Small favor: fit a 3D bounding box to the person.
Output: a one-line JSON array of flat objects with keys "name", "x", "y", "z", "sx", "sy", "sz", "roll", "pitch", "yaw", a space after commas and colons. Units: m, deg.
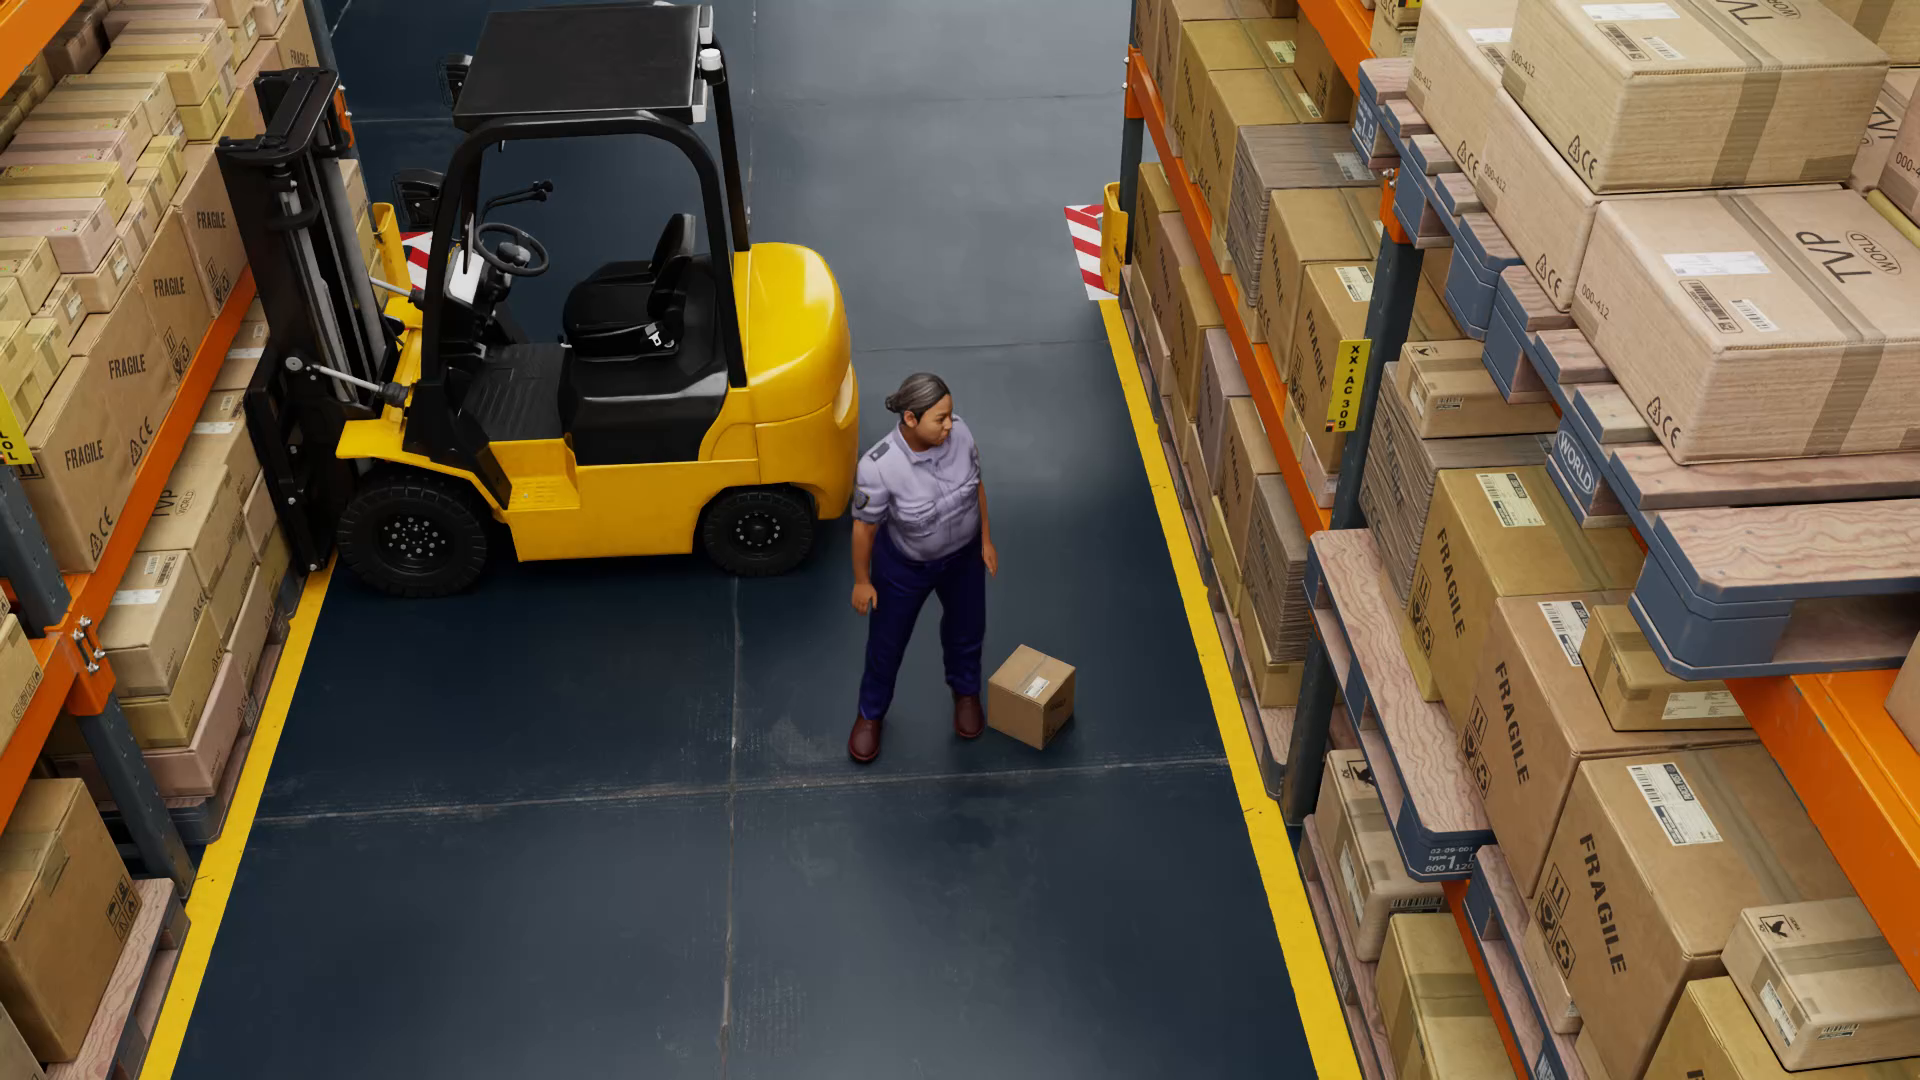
[{"name": "person", "x": -0.165, "y": 0.093, "z": 6.027, "sx": 0.617, "sy": 1.649, "sz": 0.373, "roll": -23, "pitch": 45, "yaw": -25}]
